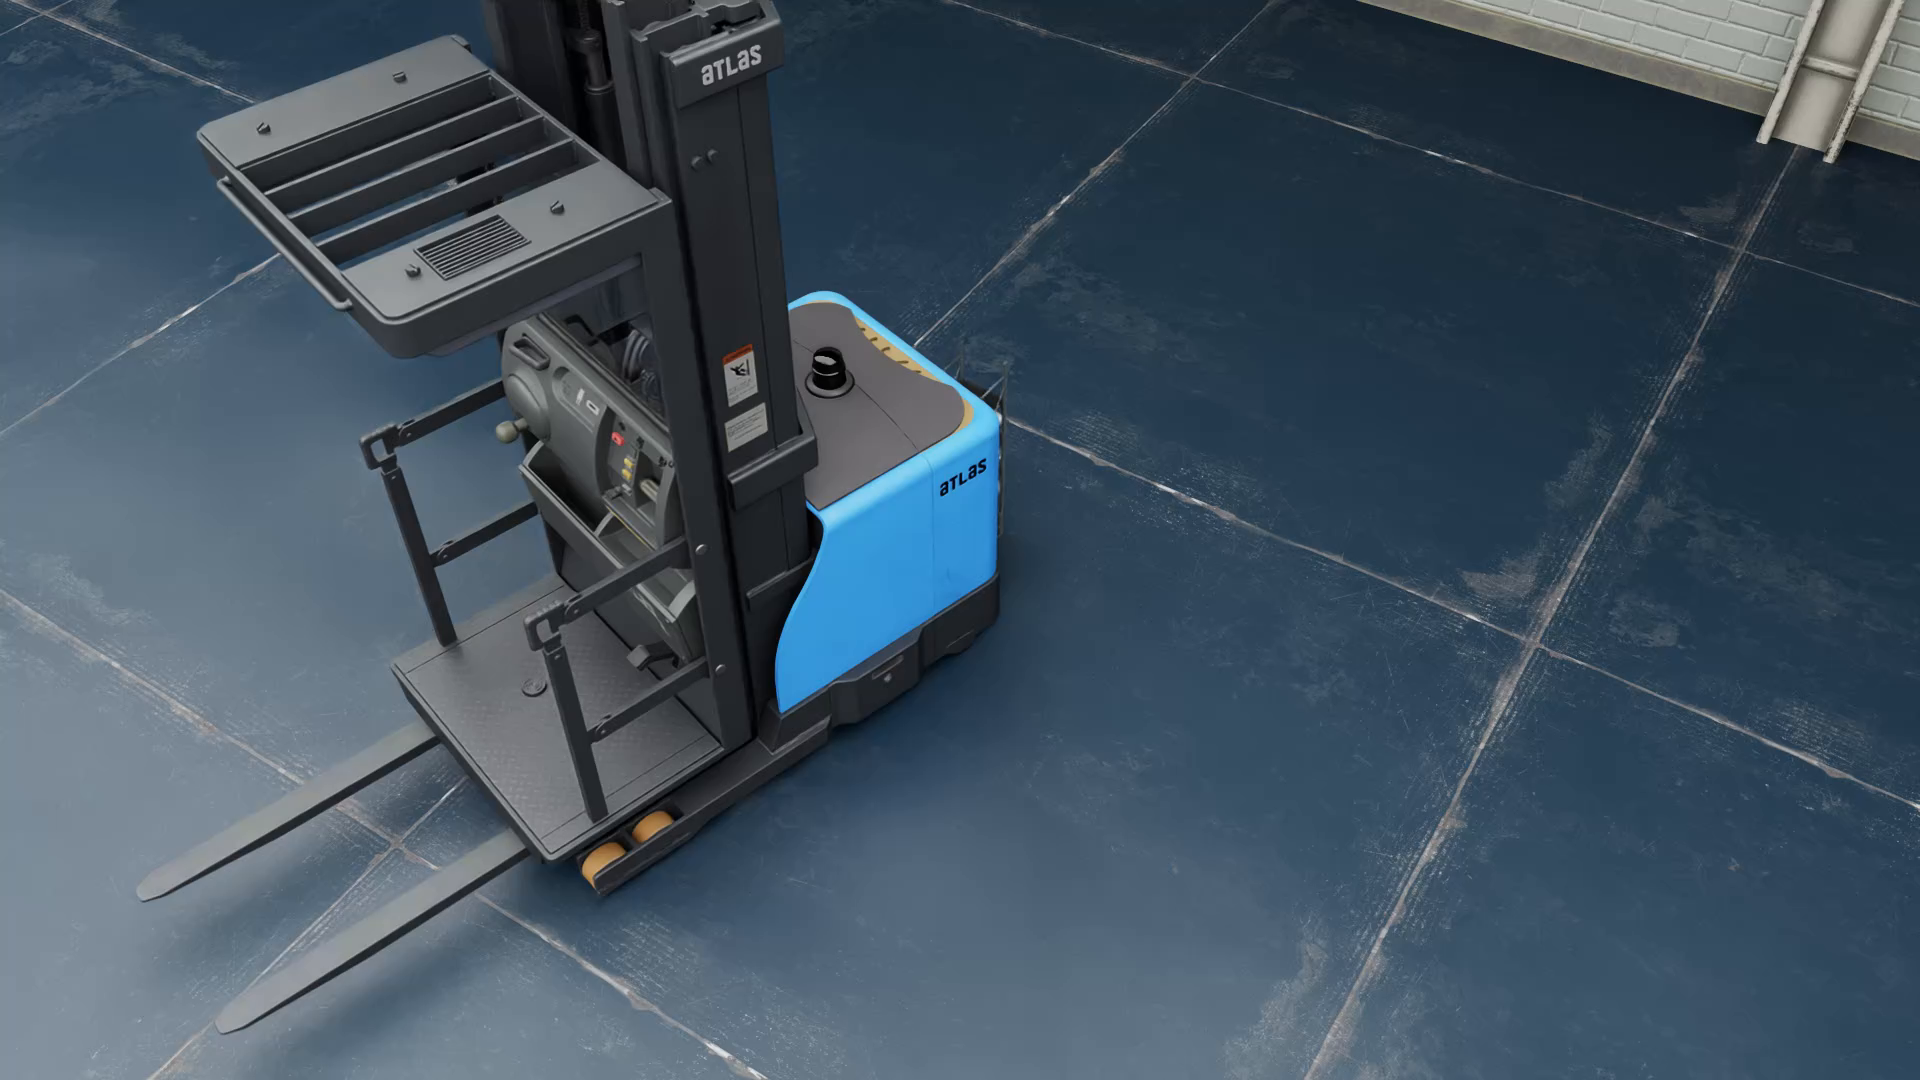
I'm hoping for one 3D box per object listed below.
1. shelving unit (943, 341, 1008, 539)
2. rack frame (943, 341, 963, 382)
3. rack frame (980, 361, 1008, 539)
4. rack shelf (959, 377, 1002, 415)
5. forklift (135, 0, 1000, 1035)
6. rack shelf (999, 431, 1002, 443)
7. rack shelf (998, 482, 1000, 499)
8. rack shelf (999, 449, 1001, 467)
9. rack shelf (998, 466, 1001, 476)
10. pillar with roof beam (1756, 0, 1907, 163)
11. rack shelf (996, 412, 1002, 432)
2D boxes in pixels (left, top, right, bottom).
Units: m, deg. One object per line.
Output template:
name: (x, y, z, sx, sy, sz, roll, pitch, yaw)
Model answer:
shelving unit: (0.021, -0.318, 6.431, 0.210, 0.900, 0.258, 27, 52, 24)
rack frame: (-0.062, -0.360, 6.472, 0.006, 0.900, 0.240, 27, 52, 24)
rack frame: (0.103, -0.275, 6.390, 0.006, 0.900, 0.240, 27, 52, 24)
rack shelf: (0.021, -0.483, 6.261, 0.200, 0.077, 0.258, 27, 52, 24)
forklift: (-1.293, -0.270, 4.969, 3.031, 2.935, 1.130, -32, 54, -27)
rack shelf: (0.021, -0.357, 6.390, 0.200, 0.077, 0.258, 27, 52, 24)
rack shelf: (0.021, -0.169, 6.584, 0.200, 0.077, 0.258, 27, 52, 24)
rack shelf: (0.021, -0.294, 6.455, 0.200, 0.077, 0.258, 27, 52, 24)
rack shelf: (0.021, -0.232, 6.519, 0.200, 0.077, 0.258, 27, 52, 24)
pillar with roof beam: (2.138, -2.665, 3.065, 0.400, 9.000, 9.100, 25, 51, 22)
rack shelf: (0.021, -0.420, 6.326, 0.200, 0.077, 0.258, 27, 52, 24)
